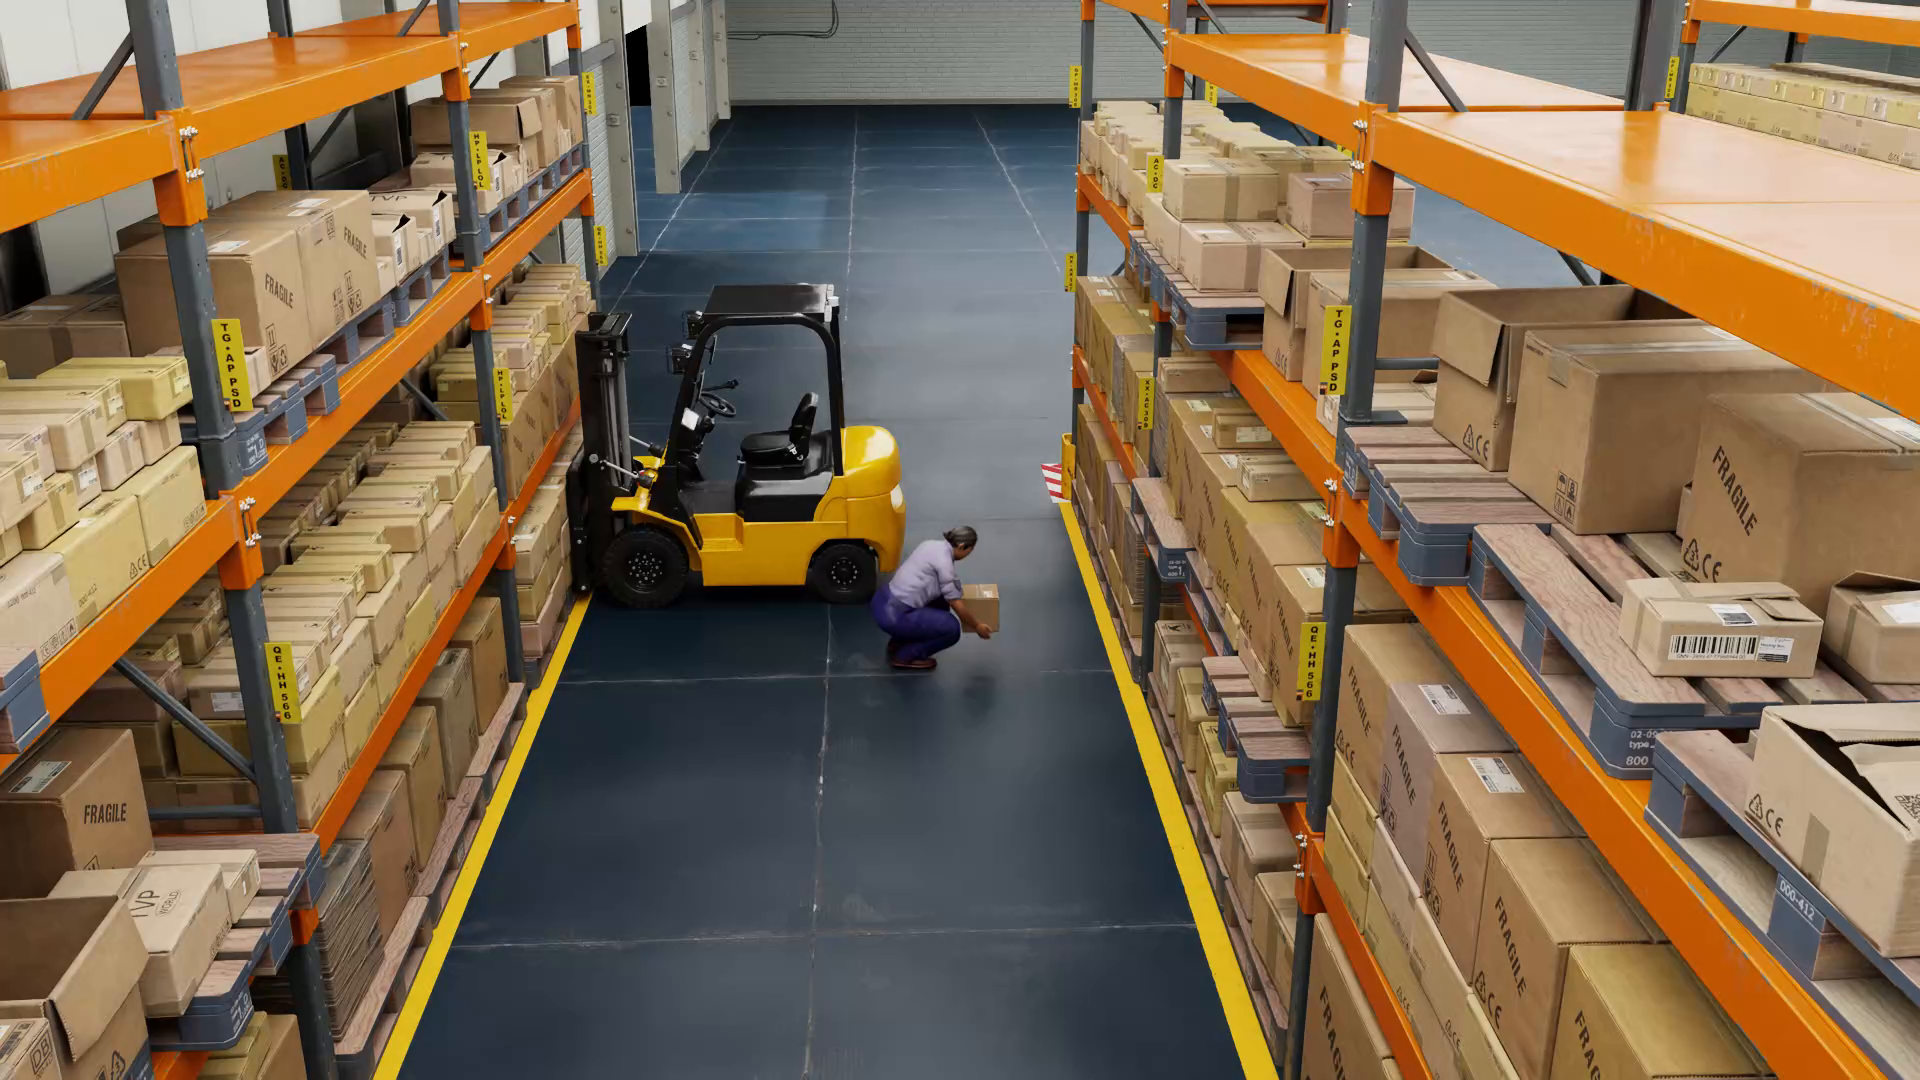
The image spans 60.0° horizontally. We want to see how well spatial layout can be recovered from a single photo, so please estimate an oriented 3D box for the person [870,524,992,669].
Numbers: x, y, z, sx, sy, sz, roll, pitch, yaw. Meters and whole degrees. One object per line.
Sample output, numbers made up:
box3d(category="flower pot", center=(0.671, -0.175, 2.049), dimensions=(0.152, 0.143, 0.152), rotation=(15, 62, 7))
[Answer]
box3d(category="person", center=(-0.183, 0.367, 11.180), dimensions=(0.836, 0.921, 0.533), rotation=(-4, 21, -11))
